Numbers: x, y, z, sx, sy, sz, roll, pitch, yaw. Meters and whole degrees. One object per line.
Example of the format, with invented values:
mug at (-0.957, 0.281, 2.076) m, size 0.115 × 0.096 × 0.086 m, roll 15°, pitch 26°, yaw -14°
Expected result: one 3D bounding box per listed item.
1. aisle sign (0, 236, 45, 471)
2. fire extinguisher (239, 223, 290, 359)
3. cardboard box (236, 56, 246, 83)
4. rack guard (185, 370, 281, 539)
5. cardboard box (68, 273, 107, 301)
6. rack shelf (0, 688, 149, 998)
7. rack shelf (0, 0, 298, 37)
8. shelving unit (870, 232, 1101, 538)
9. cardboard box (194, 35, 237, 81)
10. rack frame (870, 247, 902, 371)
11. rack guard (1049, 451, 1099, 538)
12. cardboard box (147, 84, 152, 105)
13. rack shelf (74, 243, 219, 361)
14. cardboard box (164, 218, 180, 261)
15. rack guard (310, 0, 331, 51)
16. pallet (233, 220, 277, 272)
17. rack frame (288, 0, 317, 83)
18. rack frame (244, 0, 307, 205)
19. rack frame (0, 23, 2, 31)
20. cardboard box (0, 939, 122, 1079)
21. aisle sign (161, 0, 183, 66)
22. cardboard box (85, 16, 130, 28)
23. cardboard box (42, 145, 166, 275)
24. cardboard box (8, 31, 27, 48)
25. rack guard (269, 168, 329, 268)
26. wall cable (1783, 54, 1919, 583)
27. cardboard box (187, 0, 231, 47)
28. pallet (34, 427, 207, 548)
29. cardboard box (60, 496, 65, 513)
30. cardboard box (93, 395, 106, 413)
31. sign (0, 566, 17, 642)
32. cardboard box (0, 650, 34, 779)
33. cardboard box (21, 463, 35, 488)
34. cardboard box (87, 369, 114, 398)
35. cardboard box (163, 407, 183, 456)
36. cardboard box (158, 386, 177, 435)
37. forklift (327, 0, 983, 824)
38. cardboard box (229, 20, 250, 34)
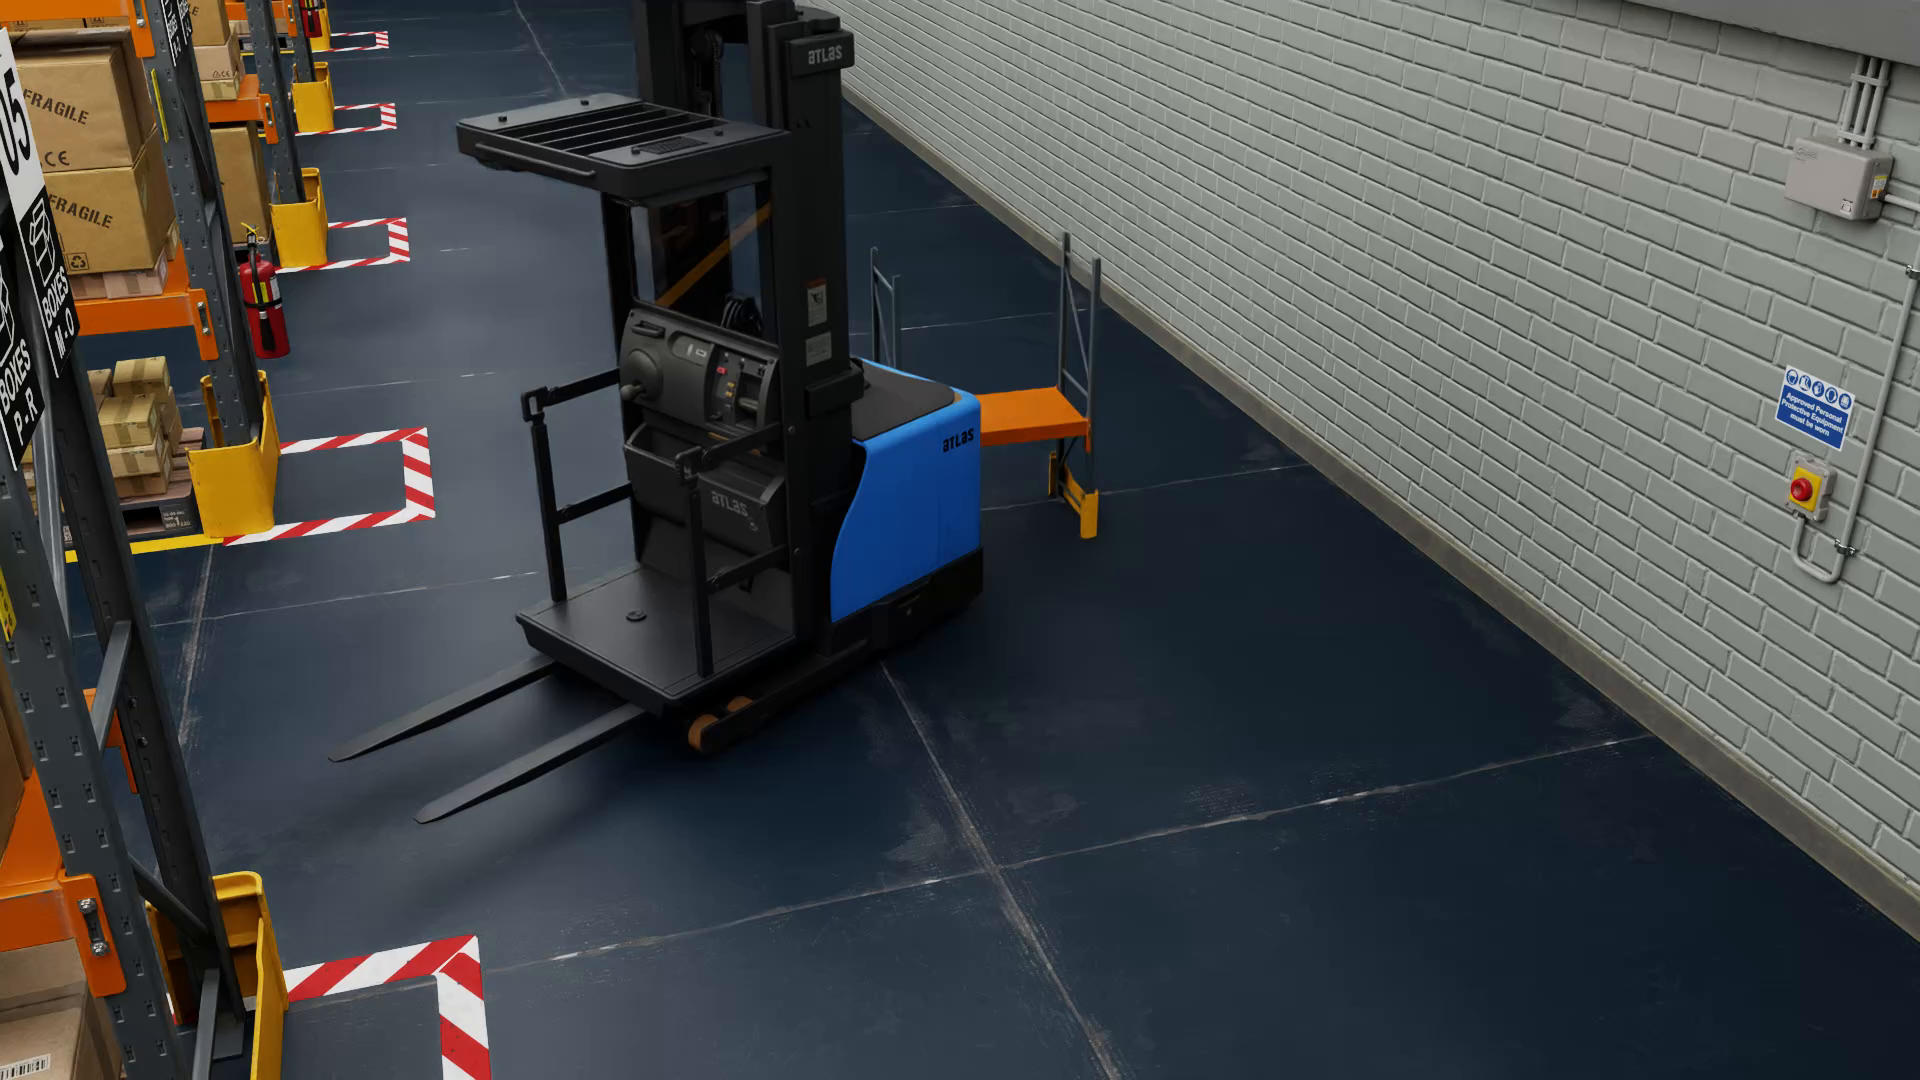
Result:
aisle sign at (-2.131, -0.588, 3.638) m, size 0.004 × 0.787 × 0.394 m, roll -8°, pitch 28°, yaw -16°
fire extinguisher at (-3.542, -1.262, 8.425) m, size 0.183 × 0.674 × 0.296 m, roll -8°, pitch 28°, yaw -16°
cardboard box at (-5.804, -3.713, 13.139) m, size 0.250 × 0.149 × 0.380 m, roll -8°, pitch 27°, yaw -16°
rack guard at (-3.997, -0.494, 9.183) m, size 0.348 × 0.500 × 1.175 m, roll -8°, pitch 28°, yaw -16°
cardboard box at (-4.395, -1.329, 8.336) m, size 0.250 × 0.149 × 0.380 m, roll -8°, pitch 28°, yaw -16°
rack shelf at (-4.197, 1.053, 4.065) m, size 4.000 × 0.370 × 1.077 m, roll -8°, pitch 28°, yaw -16°
rack shelf at (-8.800, -5.232, 16.724) m, size 4.000 × 0.370 × 1.077 m, roll -8°, pitch 28°, yaw -16°
shelving unit at (0.131, -0.750, 8.574) m, size 1.083 × 1.500 × 0.587 m, roll -7°, pitch 27°, yaw -14°
cardboard box at (-5.743, -3.622, 12.507) m, size 0.500 × 0.250 × 0.500 m, roll -9°, pitch 28°, yaw -17°
rack frame at (-0.367, -0.686, 8.446) m, size 0.032 × 1.500 × 0.500 m, roll -7°, pitch 27°, yaw -14°
rack guard at (0.609, -0.251, 8.974) m, size 0.087 × 0.250 × 0.587 m, roll -7°, pitch 27°, yaw -14°
cardboard box at (-6.088, -3.364, 12.434) m, size 0.250 × 0.149 × 0.380 m, roll -8°, pitch 28°, yaw -16°
rack shelf at (-5.826, -1.026, 8.253) m, size 4.000 × 0.370 × 1.077 m, roll -8°, pitch 28°, yaw -16°
cardboard box at (-4.334, -1.605, 8.893) m, size 0.250 × 0.149 × 0.380 m, roll -8°, pitch 28°, yaw -17°
rack guard at (-8.501, -6.794, 21.873) m, size 0.348 × 0.500 × 1.175 m, roll -8°, pitch 28°, yaw -16°
pallet at (-6.100, -2.343, 13.232) m, size 1.213 × 0.211 × 1.003 m, roll -8°, pitch 28°, yaw -16°
rack frame at (-6.898, -5.829, 17.118) m, size 0.127 × 3.000 × 1.000 m, roll -8°, pitch 28°, yaw -16°
rack frame at (-5.364, -3.735, 12.900) m, size 0.127 × 3.000 × 1.000 m, roll -8°, pitch 28°, yaw -16°
rack frame at (-2.295, -2.232, 3.126) m, size 0.127 × 3.000 × 1.000 m, roll -8°, pitch 28°, yaw -16°
cardboard box at (-2.892, 1.548, 4.668) m, size 0.875 × 0.438 × 0.875 m, roll -9°, pitch 28°, yaw -18°
aisle sign at (-3.762, -2.672, 7.835) m, size 0.004 × 0.787 × 0.394 m, roll -8°, pitch 28°, yaw -16°
cardboard box at (-6.380, -4.116, 12.659) m, size 0.500 × 0.500 × 0.500 m, roll -9°, pitch 28°, yaw -17°
cardboard box at (-4.272, -1.631, 8.216) m, size 0.500 × 0.500 × 0.500 m, roll -8°, pitch 27°, yaw -15°
cardboard box at (-4.911, -2.228, 8.293) m, size 0.500 × 0.500 × 0.500 m, roll -7°, pitch 27°, yaw -15°
rack guard at (-5.341, -2.619, 13.463) m, size 0.348 × 0.500 × 1.175 m, roll -8°, pitch 28°, yaw -16°
wall cable at (3.059, -0.800, 5.811) m, size 0.123 × 1.953 × 0.585 m, roll -8°, pitch 28°, yaw -16°
cardboard box at (-5.746, -3.959, 12.342) m, size 0.500 × 0.500 × 0.500 m, roll -8°, pitch 27°, yaw -15°
pallet at (-4.780, -0.268, 9.052) m, size 1.213 × 0.211 × 1.003 m, roll -8°, pitch 28°, yaw -16°
cardboard box at (-4.573, -0.296, 8.707) m, size 0.250 × 0.149 × 0.380 m, roll -7°, pitch 27°, yaw -15°
cardboard box at (-4.606, -0.611, 8.673) m, size 0.250 × 0.149 × 0.380 m, roll -8°, pitch 27°, yaw -15°
sign at (-2.141, 0.062, 3.684) m, size 0.005 × 0.325 × 0.100 m, roll -8°, pitch 28°, yaw -16°
cardboard box at (-2.841, 0.355, 4.549) m, size 0.500 × 0.500 × 0.500 m, roll -8°, pitch 28°, yaw -17°
cardboard box at (-4.831, -0.403, 8.587) m, size 0.250 × 0.149 × 0.380 m, roll -9°, pitch 28°, yaw -18°
cardboard box at (-4.753, -0.784, 9.021) m, size 0.250 × 0.149 × 0.380 m, roll -8°, pitch 27°, yaw -15°
cardboard box at (-4.522, -0.598, 9.316) m, size 0.250 × 0.149 × 0.380 m, roll -8°, pitch 27°, yaw -15°
cardboard box at (-4.502, -0.705, 9.196) m, size 0.250 × 0.149 × 0.380 m, roll -7°, pitch 27°, yaw -14°
forklift at (-1.239, -0.669, 6.801) m, size 1.130 × 2.935 × 3.031 m, roll 21°, pitch 33°, yaw 36°
cardboard box at (-9.282, -6.655, 21.474) m, size 0.250 × 0.166 × 0.380 m, roll -8°, pitch 28°, yaw -16°
